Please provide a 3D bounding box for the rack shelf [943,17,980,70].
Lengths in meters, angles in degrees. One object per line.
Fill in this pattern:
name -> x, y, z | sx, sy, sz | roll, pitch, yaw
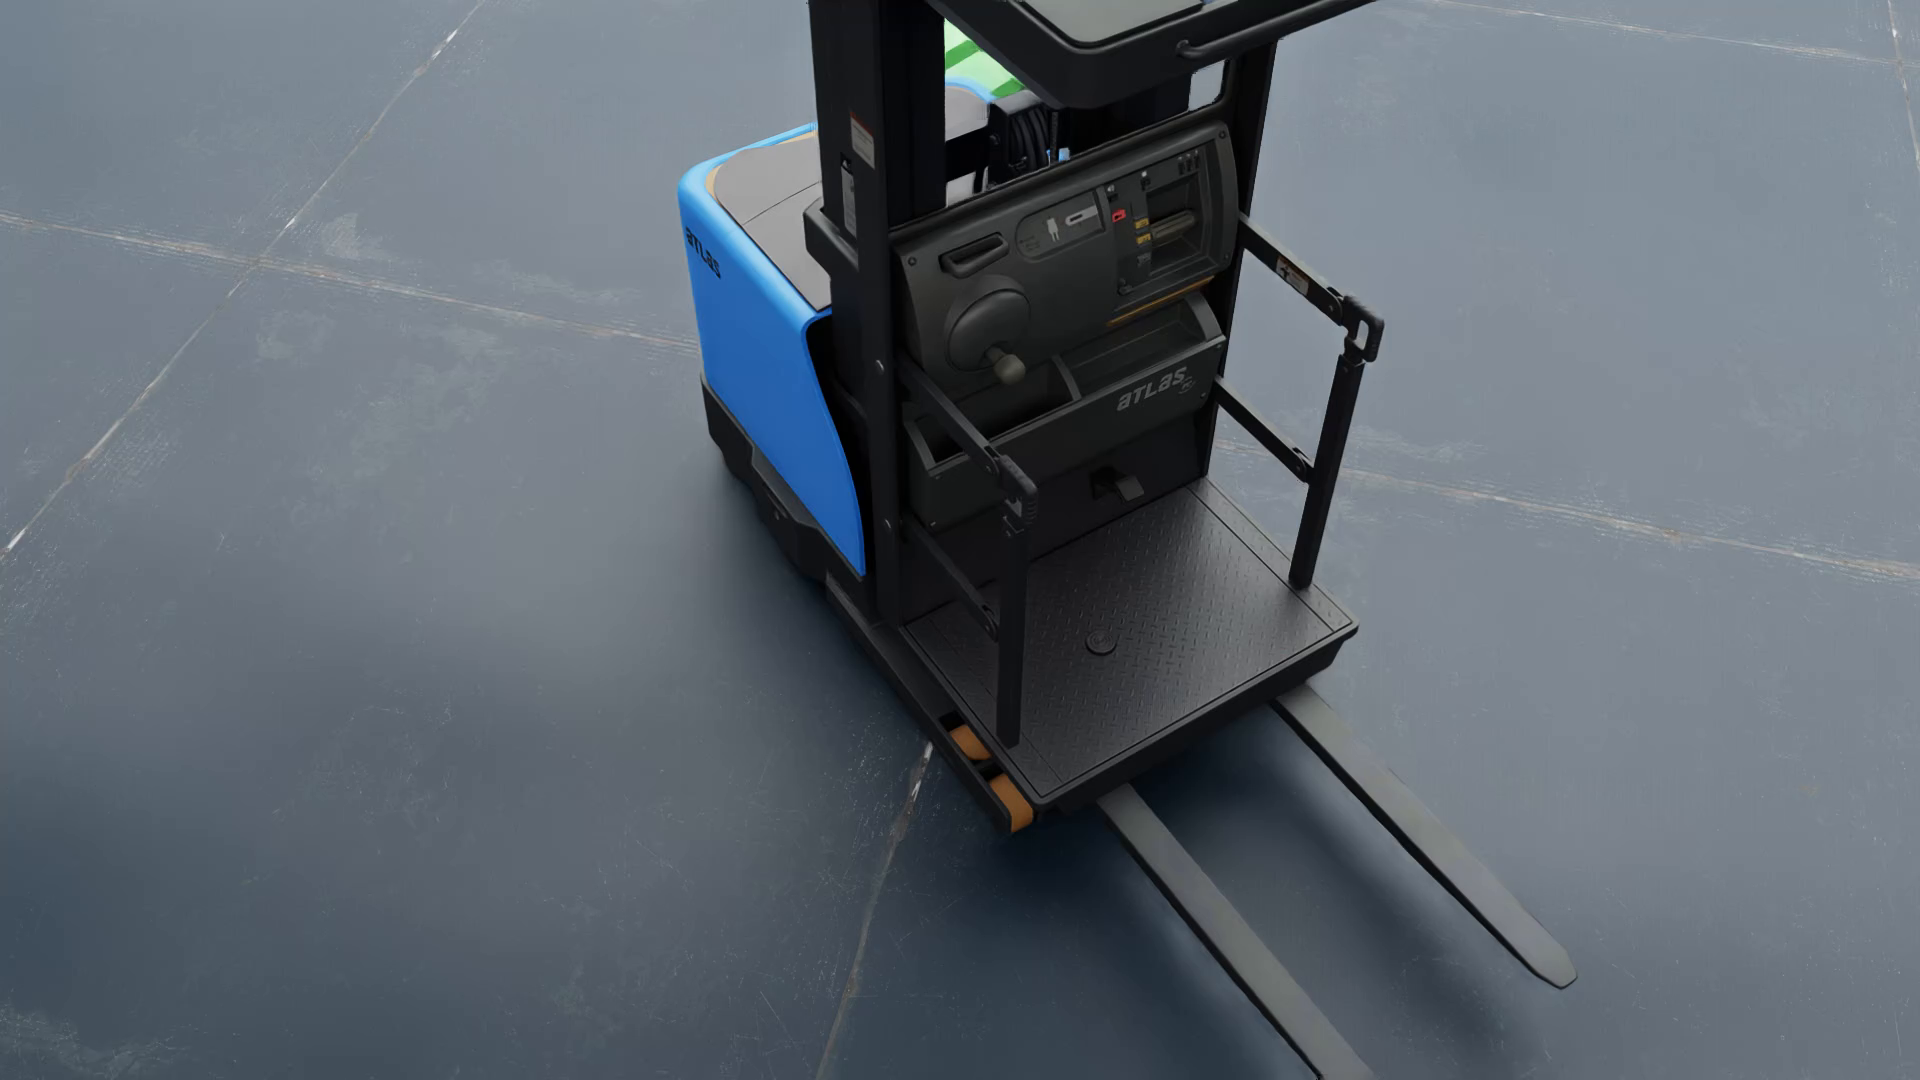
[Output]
rack shelf -> -0.043, -1.603, 5.309 | 0.258, 0.148, 0.480 | 36, 57, 27

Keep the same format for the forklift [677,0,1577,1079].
forklift -> 0.394, -0.582, 3.809 | 1.130, 2.935, 3.031 | -26, 53, -21

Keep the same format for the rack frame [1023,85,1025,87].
rack frame -> 0.125, -1.460, 5.738 | 0.240, 1.200, 0.015 | 36, 57, 27

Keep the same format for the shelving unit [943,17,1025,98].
shelving unit -> -0.043, -1.328, 5.621 | 0.258, 1.200, 0.503 | 36, 57, 27

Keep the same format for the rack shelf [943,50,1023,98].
rack shelf -> -0.043, -1.444, 5.489 | 0.258, 0.148, 0.480 | 36, 57, 27
